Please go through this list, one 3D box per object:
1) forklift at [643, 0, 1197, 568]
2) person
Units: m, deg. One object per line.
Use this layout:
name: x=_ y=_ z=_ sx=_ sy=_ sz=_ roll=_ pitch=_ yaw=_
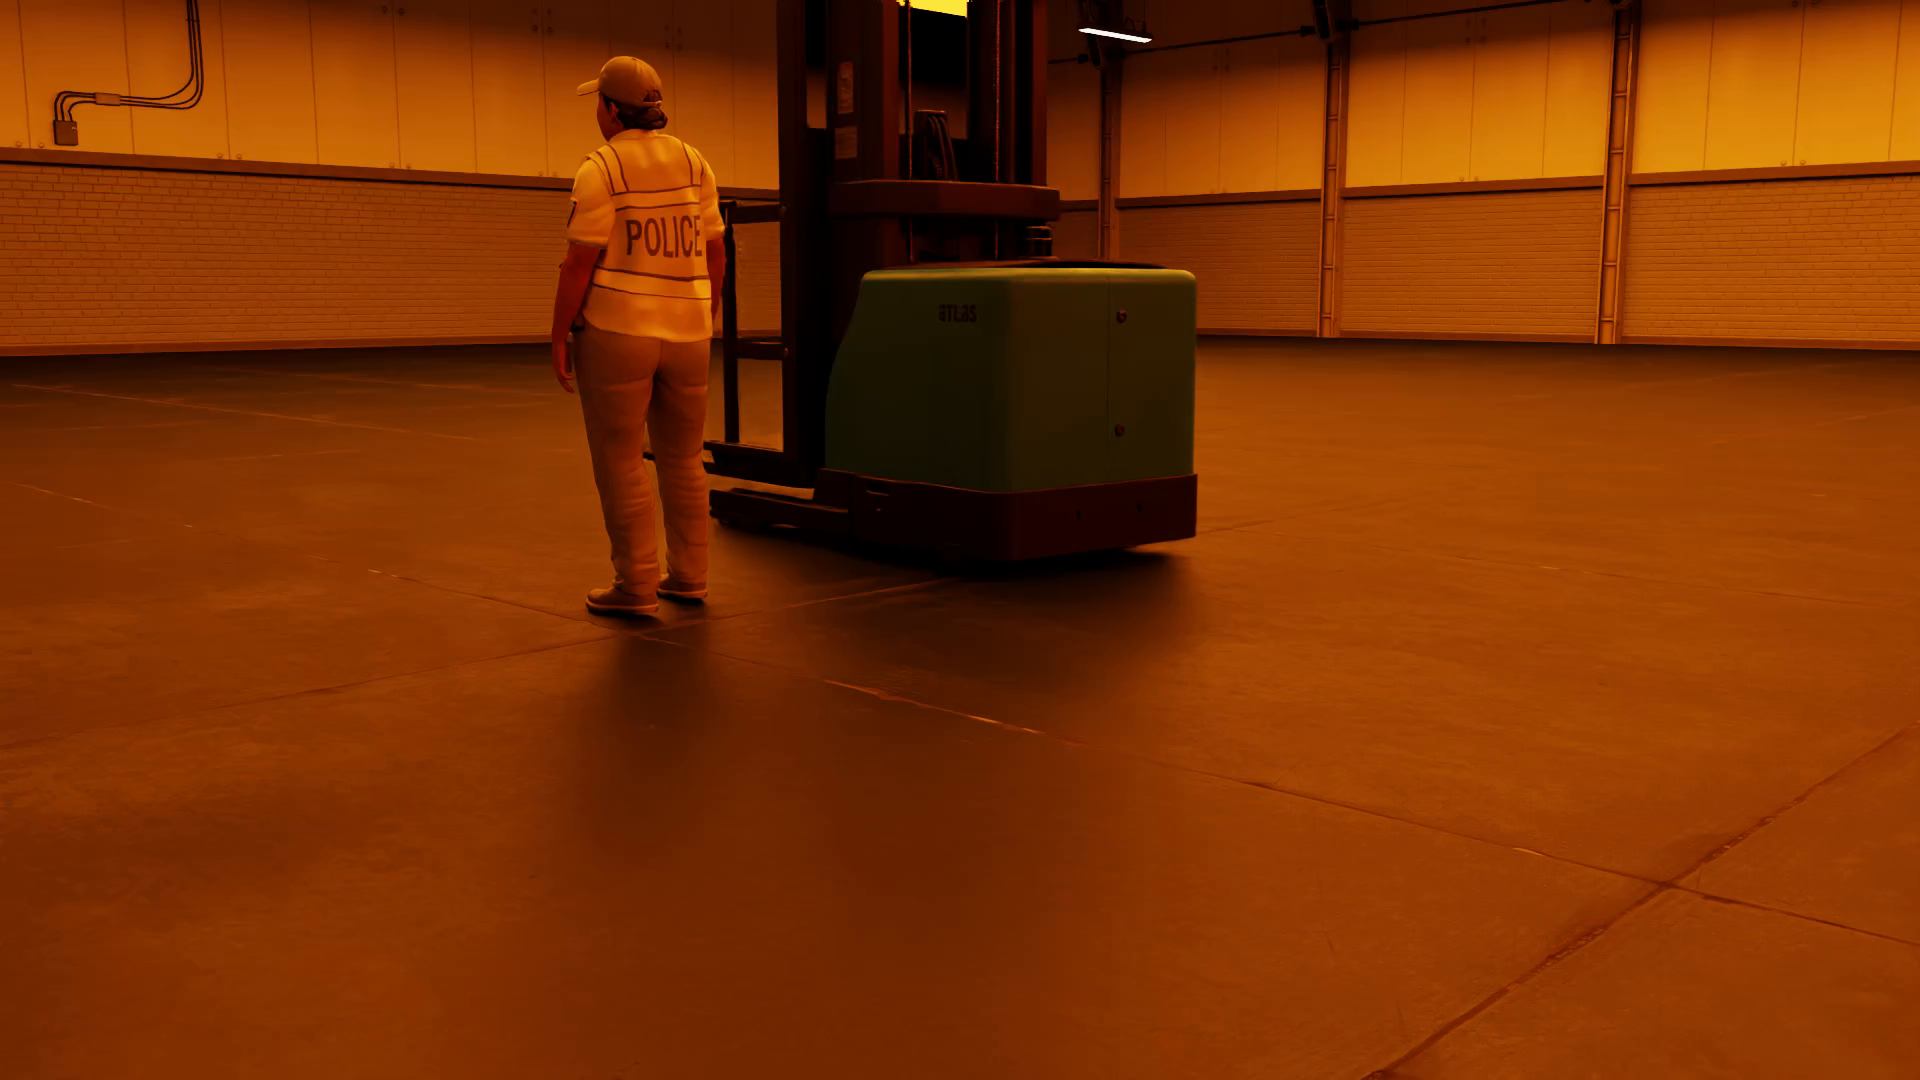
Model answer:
forklift: x=-0.413 y=-1.521 z=6.977 sx=1.130 sy=2.935 sz=3.031 roll=-7 pitch=11 yaw=-38
person: x=-1.006 y=-0.608 z=5.110 sx=0.599 sy=1.670 sz=0.529 roll=-8 pitch=11 yaw=-41
